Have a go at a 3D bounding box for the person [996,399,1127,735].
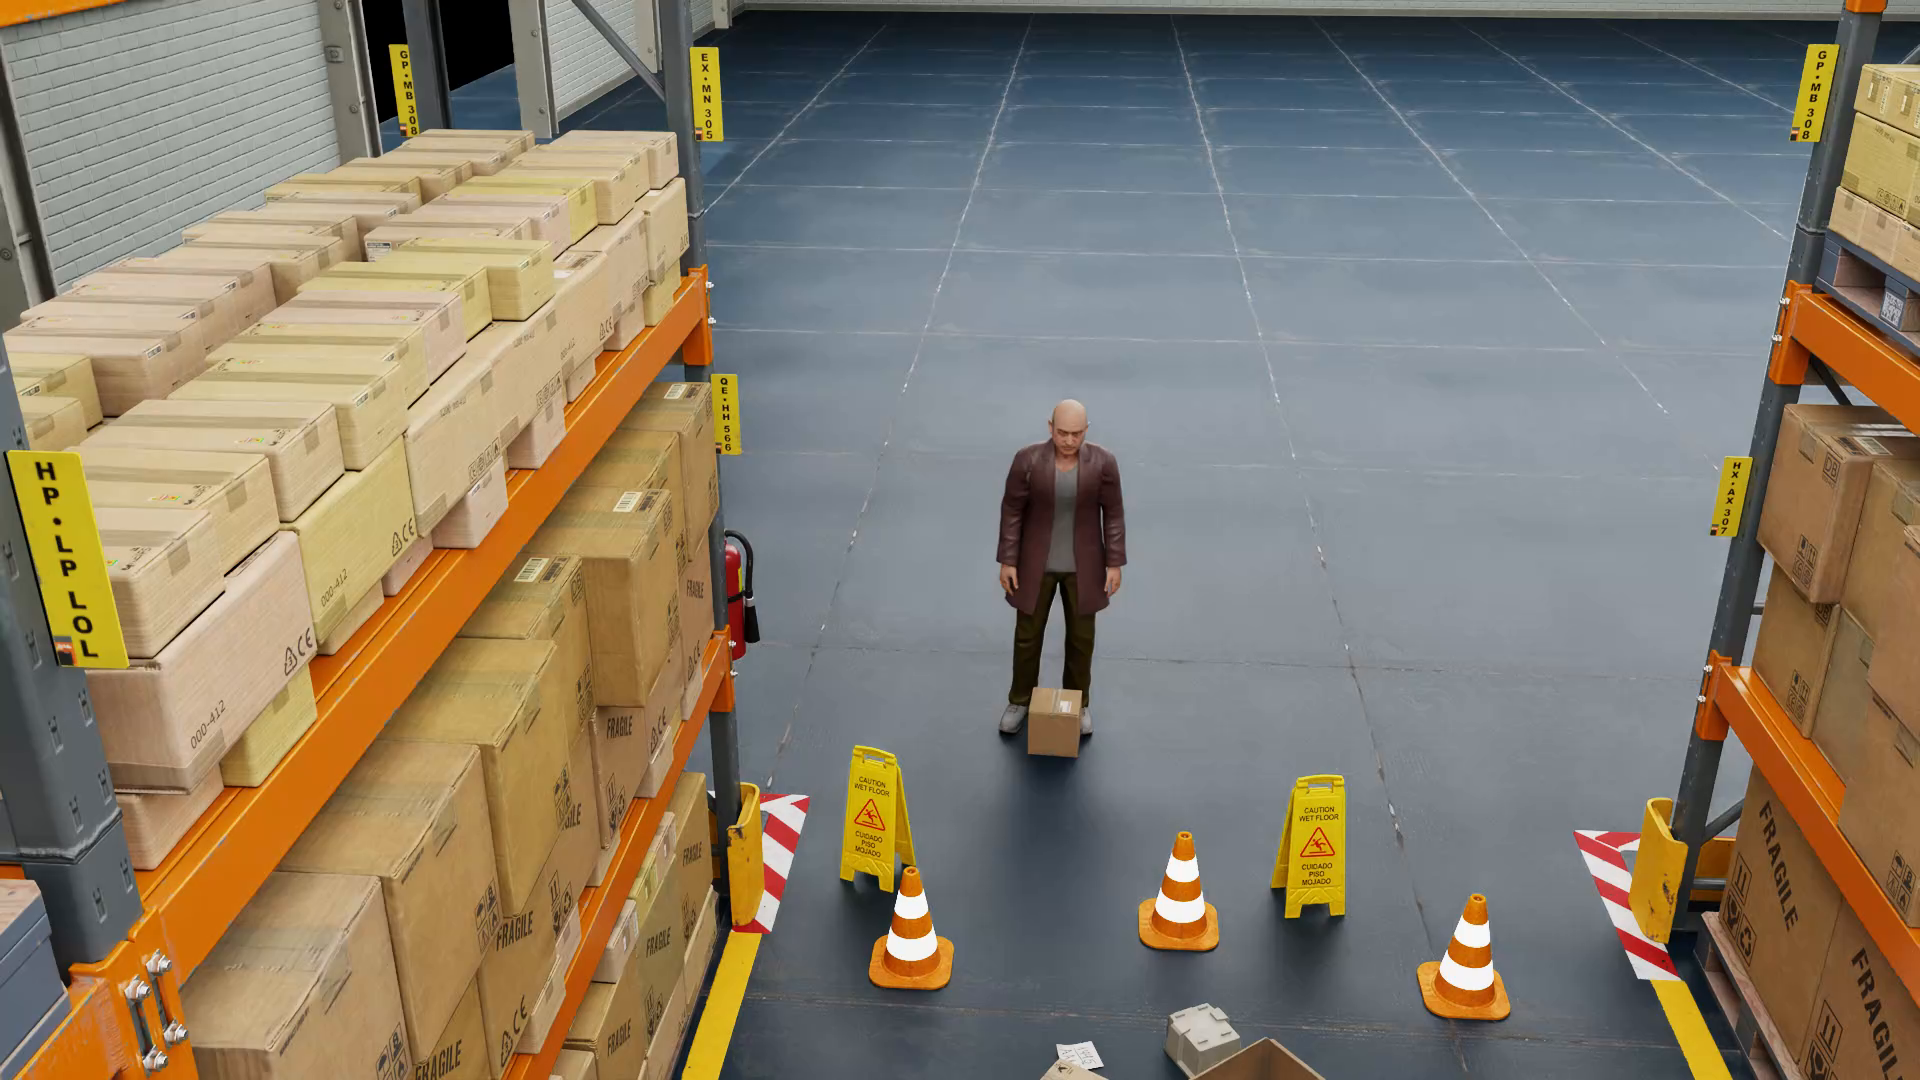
[{"bbox_3d":[0.508,0.126,8.341,0.656,1.774,0.417,1,24,2],"label":"person"}]
